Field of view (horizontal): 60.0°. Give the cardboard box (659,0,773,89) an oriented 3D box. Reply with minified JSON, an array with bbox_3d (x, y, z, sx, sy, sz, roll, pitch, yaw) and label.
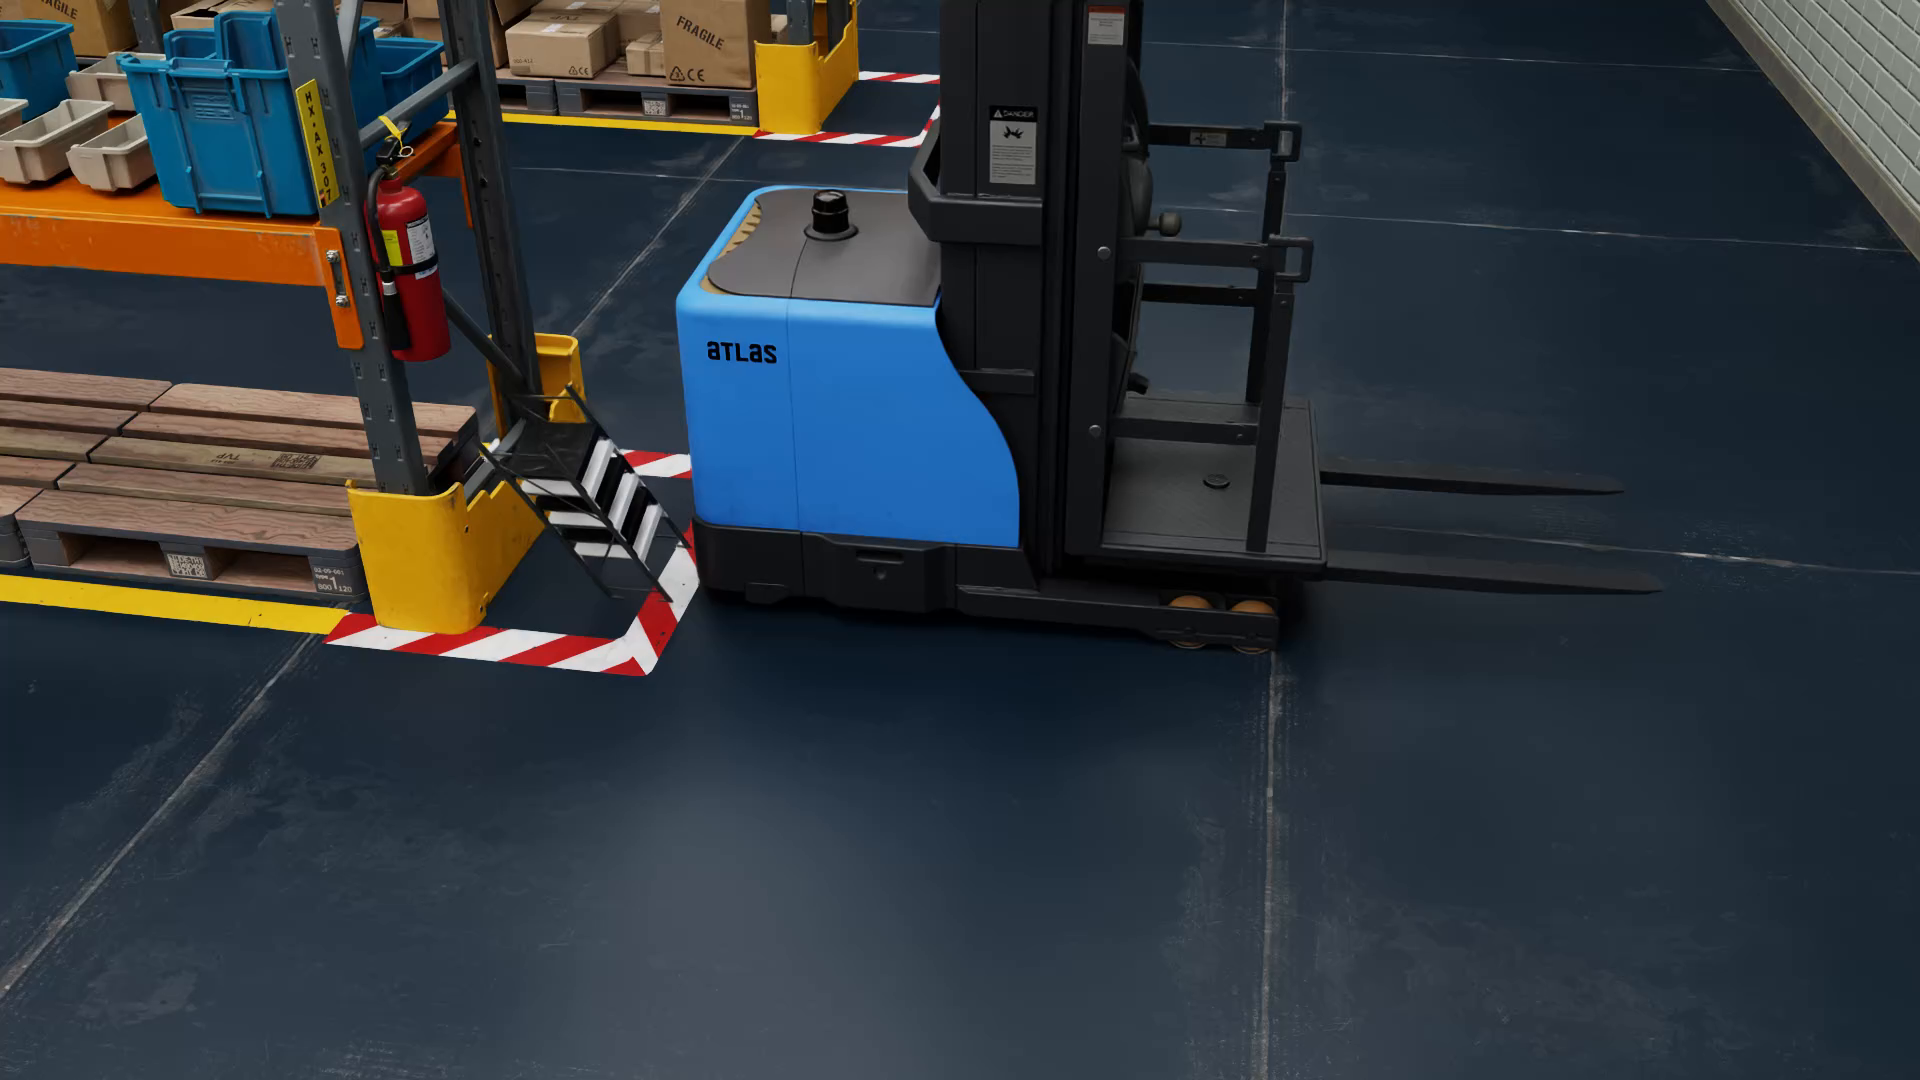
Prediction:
[{"bbox_3d":[-1.388,-2.919,9.528,0.500,0.500,0.500,5,32,8],"label":"cardboard box"}]

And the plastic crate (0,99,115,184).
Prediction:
[{"bbox_3d":[-2.765,-1.207,5.044,0.243,0.136,0.396,5,32,8],"label":"plastic crate"}]

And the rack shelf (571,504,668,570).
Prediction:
[{"bbox_3d":[-1.076,-0.017,5.260,0.258,0.077,0.200,3,60,19],"label":"rack shelf"}]

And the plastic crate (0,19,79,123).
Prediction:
[{"bbox_3d":[-3.133,-1.548,5.498,0.300,0.233,0.416,5,32,8],"label":"plastic crate"}]

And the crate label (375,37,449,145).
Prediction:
[{"bbox_3d":[-1.835,-1.431,5.310,0.303,0.233,0.416,5,32,8],"label":"crate label"}]

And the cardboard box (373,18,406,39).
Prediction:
[{"bbox_3d":[-3.521,-2.992,9.959,0.250,0.166,0.380,5,32,8],"label":"cardboard box"}]

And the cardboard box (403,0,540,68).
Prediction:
[{"bbox_3d":[-2.900,-3.193,9.962,0.637,0.503,0.797,5,32,8],"label":"cardboard box"}]

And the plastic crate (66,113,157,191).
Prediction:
[{"bbox_3d":[-2.482,-1.174,4.990,0.243,0.136,0.396,5,32,8],"label":"plastic crate"}]

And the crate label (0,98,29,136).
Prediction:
[{"bbox_3d":[-3.044,-1.219,5.063,0.243,0.136,0.396,5,32,8],"label":"crate label"}]

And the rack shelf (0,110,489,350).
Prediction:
[{"bbox_3d":[-3.619,-1.156,5.447,4.000,0.370,1.077,5,32,8],"label":"rack shelf"}]

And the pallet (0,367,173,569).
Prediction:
[{"bbox_3d":[-3.653,-0.304,6.037,1.213,0.211,1.003,5,32,8],"label":"pallet"}]

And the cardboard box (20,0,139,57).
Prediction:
[{"bbox_3d":[-5.288,-3.251,10.057,0.500,0.500,0.500,5,32,8],"label":"cardboard box"}]

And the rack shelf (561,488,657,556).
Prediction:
[{"bbox_3d":[-1.099,-0.063,5.186,0.258,0.077,0.200,3,60,19],"label":"rack shelf"}]

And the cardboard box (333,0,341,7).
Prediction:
[{"bbox_3d":[-4.144,-3.454,10.382,0.500,0.500,0.500,5,32,8],"label":"cardboard box"}]

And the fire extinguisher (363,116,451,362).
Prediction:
[{"bbox_3d":[-1.575,-0.840,4.689,0.183,0.674,0.296,5,32,8],"label":"fire extinguisher"}]

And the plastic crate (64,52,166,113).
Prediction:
[{"bbox_3d":[-2.806,-1.522,5.547,0.298,0.136,0.250,5,32,8],"label":"plastic crate"}]

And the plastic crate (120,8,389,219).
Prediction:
[{"bbox_3d":[-2.009,-1.255,4.838,0.499,0.435,0.616,5,32,8],"label":"plastic crate"}]

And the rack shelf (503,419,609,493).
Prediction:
[{"bbox_3d":[-1.189,-0.249,4.892,0.258,0.077,0.200,3,60,19],"label":"rack shelf"}]

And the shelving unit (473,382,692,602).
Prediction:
[{"bbox_3d":[-1.130,-0.127,5.085,0.258,0.900,0.210,3,60,19],"label":"shelving unit"}]

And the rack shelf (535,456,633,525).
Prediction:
[{"bbox_3d":[-1.144,-0.156,5.039,0.258,0.077,0.200,3,60,19],"label":"rack shelf"}]

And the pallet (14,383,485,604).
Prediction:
[{"bbox_3d":[-2.454,-0.194,5.861,1.213,0.211,1.003,5,32,8],"label":"pallet"}]

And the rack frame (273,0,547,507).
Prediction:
[{"bbox_3d":[-1.647,-1.282,4.971,0.127,3.000,1.000,5,32,8],"label":"rack frame"}]

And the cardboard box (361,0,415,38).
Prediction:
[{"bbox_3d":[-3.405,-3.307,10.325,0.500,0.311,0.500,5,32,8],"label":"cardboard box"}]

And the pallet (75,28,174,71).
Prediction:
[{"bbox_3d":[-5.561,-3.100,10.504,1.213,0.211,1.003,5,32,8],"label":"pallet"}]

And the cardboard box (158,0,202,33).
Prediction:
[{"bbox_3d":[-5.189,-3.527,10.499,0.500,0.500,0.500,4,32,6],"label":"cardboard box"}]

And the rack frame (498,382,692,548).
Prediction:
[{"bbox_3d":[-1.108,-0.214,5.133,0.240,0.900,0.006,3,60,19],"label":"rack frame"}]

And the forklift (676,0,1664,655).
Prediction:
[{"bbox_3d":[0.702,-1.188,4.886,3.031,2.935,1.130,4,32,7],"label":"forklift"}]

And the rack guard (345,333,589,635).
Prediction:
[{"bbox_3d":[-1.621,-0.227,5.642,0.348,0.500,1.175,5,32,8],"label":"rack guard"}]

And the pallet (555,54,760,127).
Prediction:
[{"bbox_3d":[-1.671,-2.768,9.973,1.213,0.211,1.003,5,32,8],"label":"pallet"}]

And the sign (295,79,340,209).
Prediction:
[{"bbox_3d":[-1.724,-1.062,4.466,0.005,0.325,0.100,5,32,8],"label":"sign"}]

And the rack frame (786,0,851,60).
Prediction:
[{"bbox_3d":[-0.810,-3.872,9.109,0.127,3.000,1.000,5,32,8],"label":"rack frame"}]

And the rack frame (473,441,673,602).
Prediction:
[{"bbox_3d":[-1.151,-0.040,5.037,0.240,0.900,0.006,3,60,19],"label":"rack frame"}]

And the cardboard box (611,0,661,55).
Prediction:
[{"bbox_3d":[-1.791,-3.135,10.108,0.500,0.250,0.500,5,32,8],"label":"cardboard box"}]

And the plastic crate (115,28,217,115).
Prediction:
[{"bbox_3d":[-2.484,-1.490,5.404,0.300,0.233,0.416,5,32,8],"label":"plastic crate"}]

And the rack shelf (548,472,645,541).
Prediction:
[{"bbox_3d":[-1.121,-0.110,5.113,0.258,0.077,0.200,3,60,19],"label":"rack shelf"}]

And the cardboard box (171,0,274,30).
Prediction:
[{"bbox_3d":[-4.376,-3.126,10.036,0.500,0.311,0.500,5,32,8],"label":"cardboard box"}]

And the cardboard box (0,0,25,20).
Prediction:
[{"bbox_3d":[-5.774,-3.299,10.135,0.500,0.500,0.500,5,32,8],"label":"cardboard box"}]

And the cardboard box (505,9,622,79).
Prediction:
[{"bbox_3d":[-2.319,-2.914,9.755,0.500,0.250,0.500,5,32,8],"label":"cardboard box"}]

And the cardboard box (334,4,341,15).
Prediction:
[{"bbox_3d":[-3.764,-3.303,10.472,0.250,0.149,0.380,5,32,8],"label":"cardboard box"}]

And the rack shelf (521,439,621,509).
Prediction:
[{"bbox_3d":[-1.167,-0.203,4.965,0.258,0.077,0.200,3,60,19],"label":"rack shelf"}]

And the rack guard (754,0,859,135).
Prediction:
[{"bbox_3d":[-0.885,-2.820,9.784,0.348,0.500,1.175,5,32,8],"label":"rack guard"}]

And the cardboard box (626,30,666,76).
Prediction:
[{"bbox_3d":[-1.772,-2.861,9.749,0.250,0.166,0.380,5,32,8],"label":"cardboard box"}]

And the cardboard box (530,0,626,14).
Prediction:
[{"bbox_3d":[-2.284,-3.180,10.179,0.500,0.250,0.500,5,32,8],"label":"cardboard box"}]

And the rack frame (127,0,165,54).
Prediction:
[{"bbox_3d":[-4.753,-4.229,9.680,0.127,3.000,1.000,5,32,8],"label":"rack frame"}]

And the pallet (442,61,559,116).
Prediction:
[{"bbox_3d":[-2.870,-2.878,10.149,1.213,0.211,1.003,5,32,8],"label":"pallet"}]

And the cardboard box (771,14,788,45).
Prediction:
[{"bbox_3d":[-1.165,-3.068,10.096,0.250,0.149,0.380,5,32,8],"label":"cardboard box"}]
